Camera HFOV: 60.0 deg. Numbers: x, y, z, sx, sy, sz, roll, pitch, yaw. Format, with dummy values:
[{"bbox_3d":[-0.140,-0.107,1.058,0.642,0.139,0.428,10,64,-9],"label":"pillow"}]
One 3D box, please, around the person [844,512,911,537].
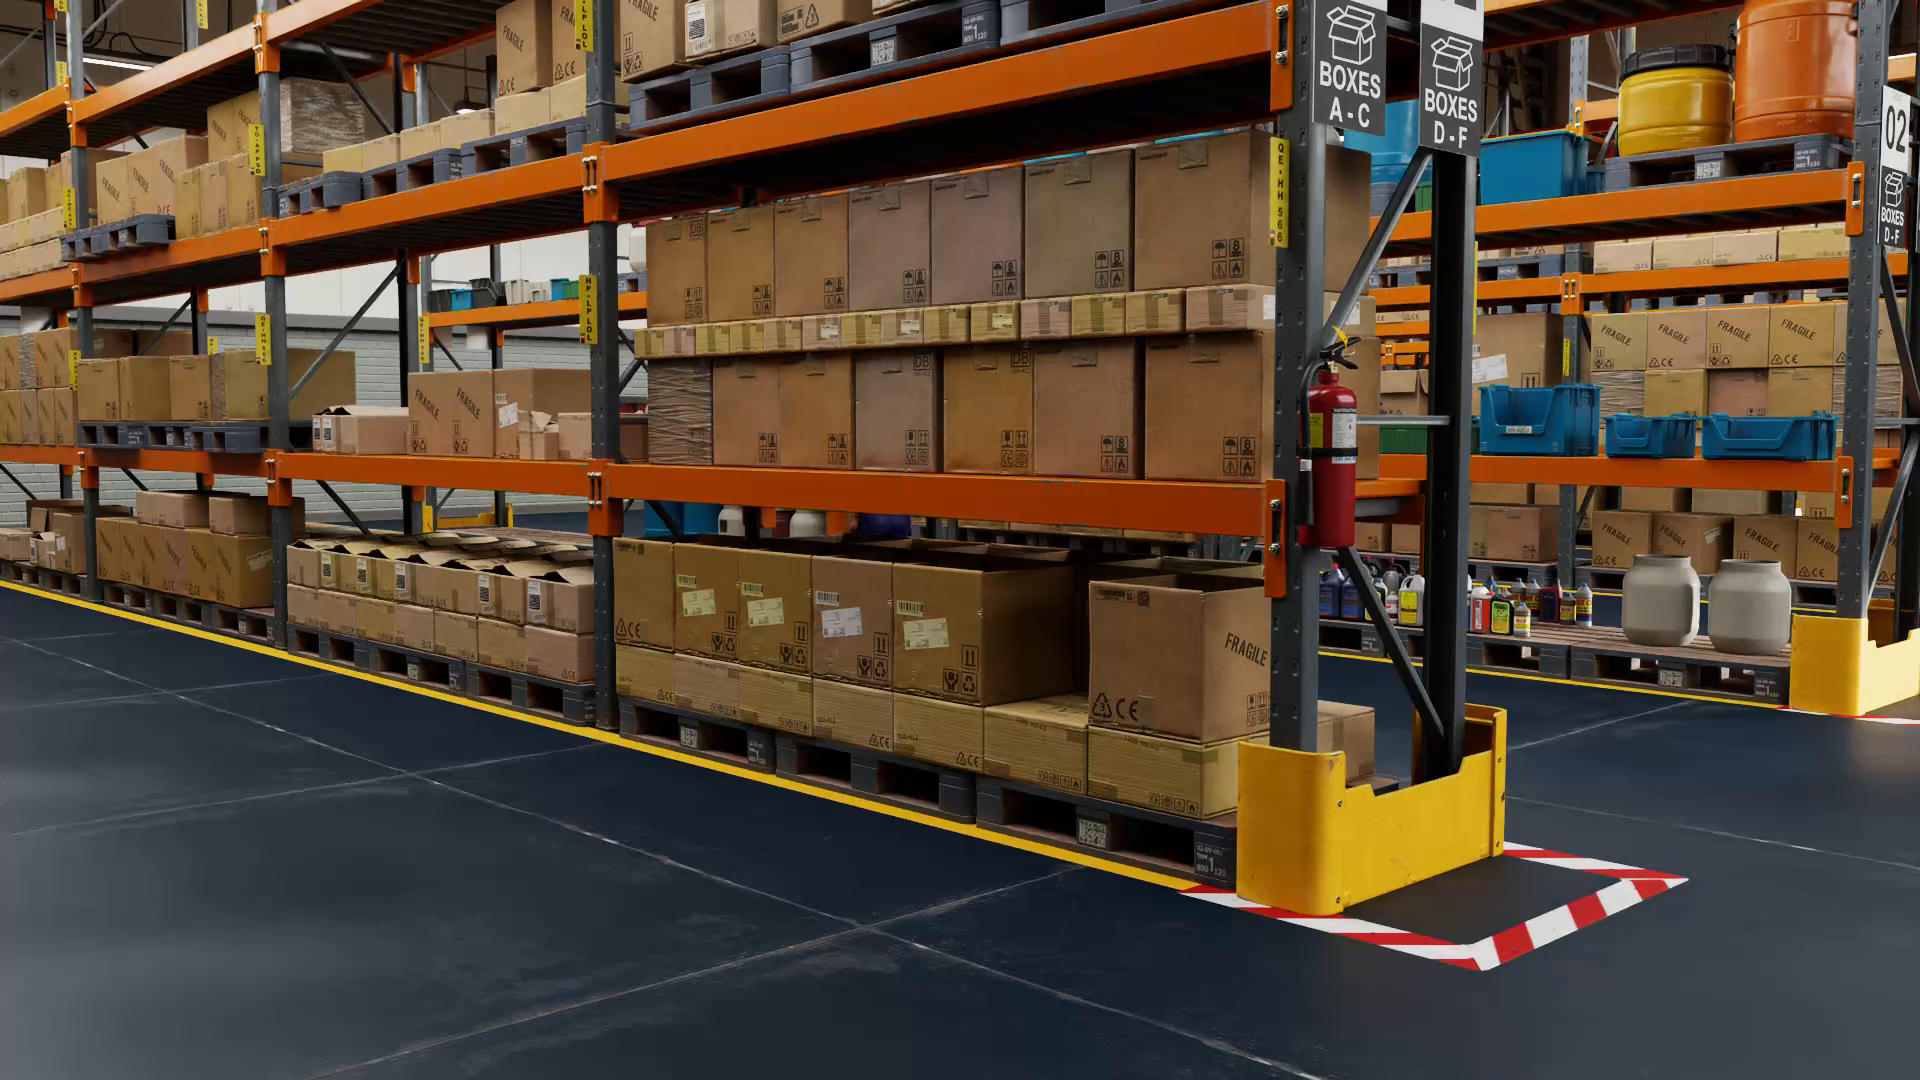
[{"bbox_3d":[-0.577,-0.128,11.613,0.478,1.637,0.337,-4,5,-43],"label":"person"}]
